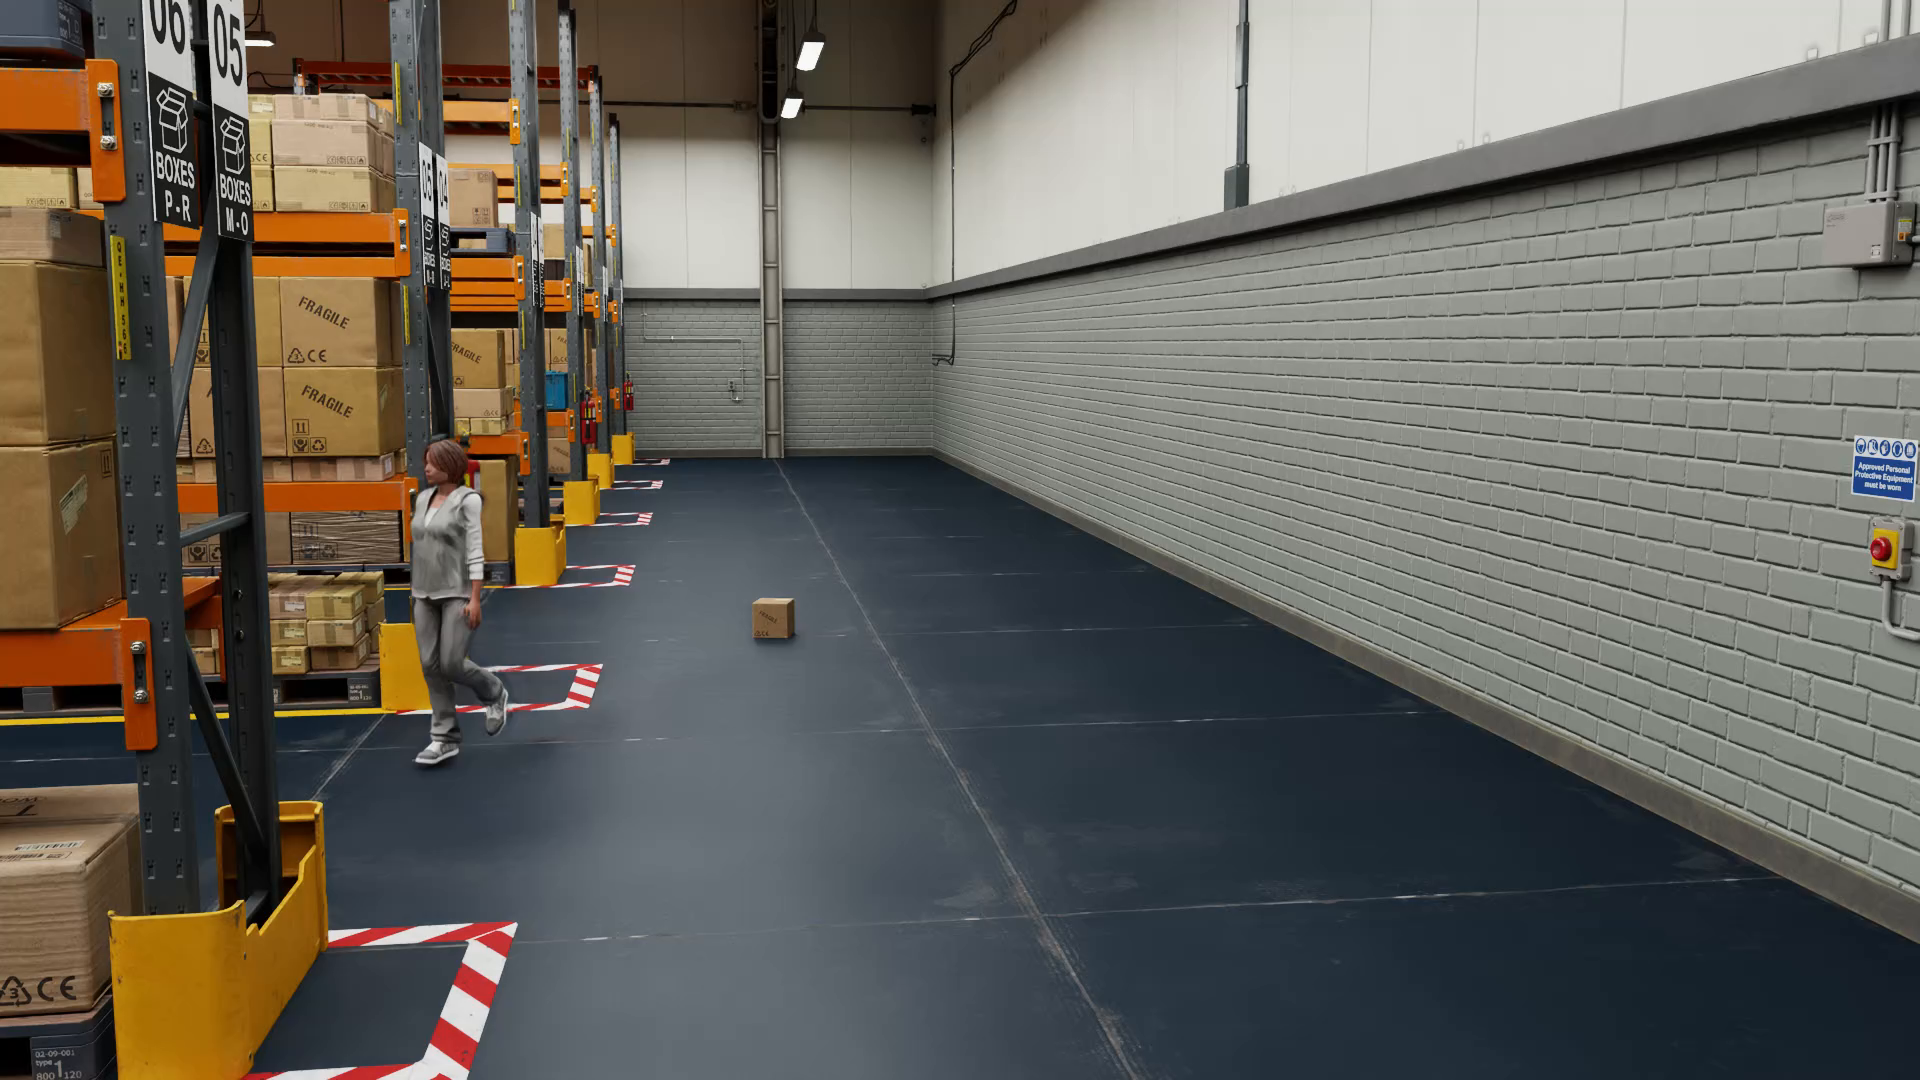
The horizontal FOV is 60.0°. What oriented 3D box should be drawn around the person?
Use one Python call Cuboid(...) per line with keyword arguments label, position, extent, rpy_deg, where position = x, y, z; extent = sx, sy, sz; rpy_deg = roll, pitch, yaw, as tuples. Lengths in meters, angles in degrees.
Cuboid(label="person", position=(-2.519, 0.294, 8.276), extent=(0.437, 1.593, 0.529), rpy_deg=(3, 7, 25))
